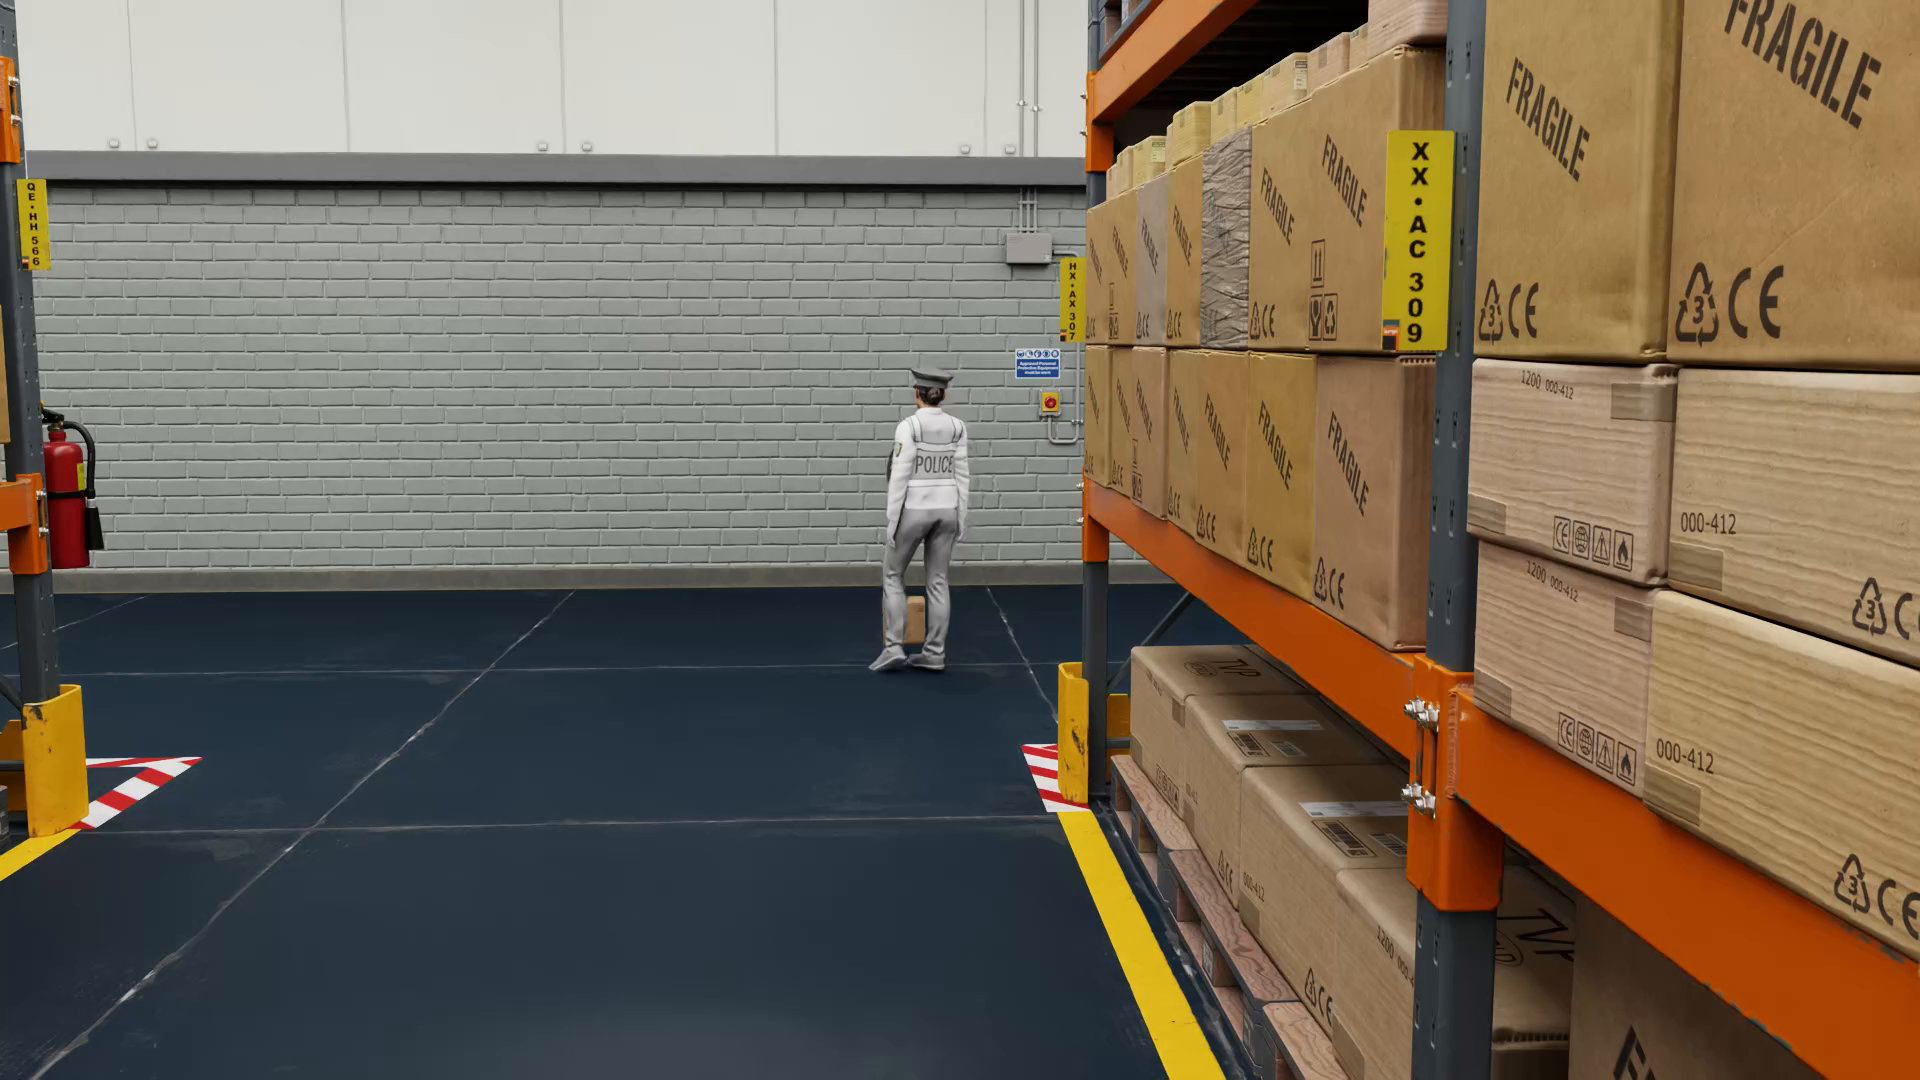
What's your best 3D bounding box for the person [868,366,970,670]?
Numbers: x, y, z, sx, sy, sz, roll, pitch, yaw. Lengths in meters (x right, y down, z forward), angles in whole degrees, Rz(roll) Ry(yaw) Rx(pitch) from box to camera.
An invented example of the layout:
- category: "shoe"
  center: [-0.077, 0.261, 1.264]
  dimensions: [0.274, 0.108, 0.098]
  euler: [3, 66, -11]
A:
- category: "person"
  center: [-0.215, -0.093, 9.156]
  dimensions: [0.524, 1.717, 0.397]
  euler: [-4, 8, -30]
